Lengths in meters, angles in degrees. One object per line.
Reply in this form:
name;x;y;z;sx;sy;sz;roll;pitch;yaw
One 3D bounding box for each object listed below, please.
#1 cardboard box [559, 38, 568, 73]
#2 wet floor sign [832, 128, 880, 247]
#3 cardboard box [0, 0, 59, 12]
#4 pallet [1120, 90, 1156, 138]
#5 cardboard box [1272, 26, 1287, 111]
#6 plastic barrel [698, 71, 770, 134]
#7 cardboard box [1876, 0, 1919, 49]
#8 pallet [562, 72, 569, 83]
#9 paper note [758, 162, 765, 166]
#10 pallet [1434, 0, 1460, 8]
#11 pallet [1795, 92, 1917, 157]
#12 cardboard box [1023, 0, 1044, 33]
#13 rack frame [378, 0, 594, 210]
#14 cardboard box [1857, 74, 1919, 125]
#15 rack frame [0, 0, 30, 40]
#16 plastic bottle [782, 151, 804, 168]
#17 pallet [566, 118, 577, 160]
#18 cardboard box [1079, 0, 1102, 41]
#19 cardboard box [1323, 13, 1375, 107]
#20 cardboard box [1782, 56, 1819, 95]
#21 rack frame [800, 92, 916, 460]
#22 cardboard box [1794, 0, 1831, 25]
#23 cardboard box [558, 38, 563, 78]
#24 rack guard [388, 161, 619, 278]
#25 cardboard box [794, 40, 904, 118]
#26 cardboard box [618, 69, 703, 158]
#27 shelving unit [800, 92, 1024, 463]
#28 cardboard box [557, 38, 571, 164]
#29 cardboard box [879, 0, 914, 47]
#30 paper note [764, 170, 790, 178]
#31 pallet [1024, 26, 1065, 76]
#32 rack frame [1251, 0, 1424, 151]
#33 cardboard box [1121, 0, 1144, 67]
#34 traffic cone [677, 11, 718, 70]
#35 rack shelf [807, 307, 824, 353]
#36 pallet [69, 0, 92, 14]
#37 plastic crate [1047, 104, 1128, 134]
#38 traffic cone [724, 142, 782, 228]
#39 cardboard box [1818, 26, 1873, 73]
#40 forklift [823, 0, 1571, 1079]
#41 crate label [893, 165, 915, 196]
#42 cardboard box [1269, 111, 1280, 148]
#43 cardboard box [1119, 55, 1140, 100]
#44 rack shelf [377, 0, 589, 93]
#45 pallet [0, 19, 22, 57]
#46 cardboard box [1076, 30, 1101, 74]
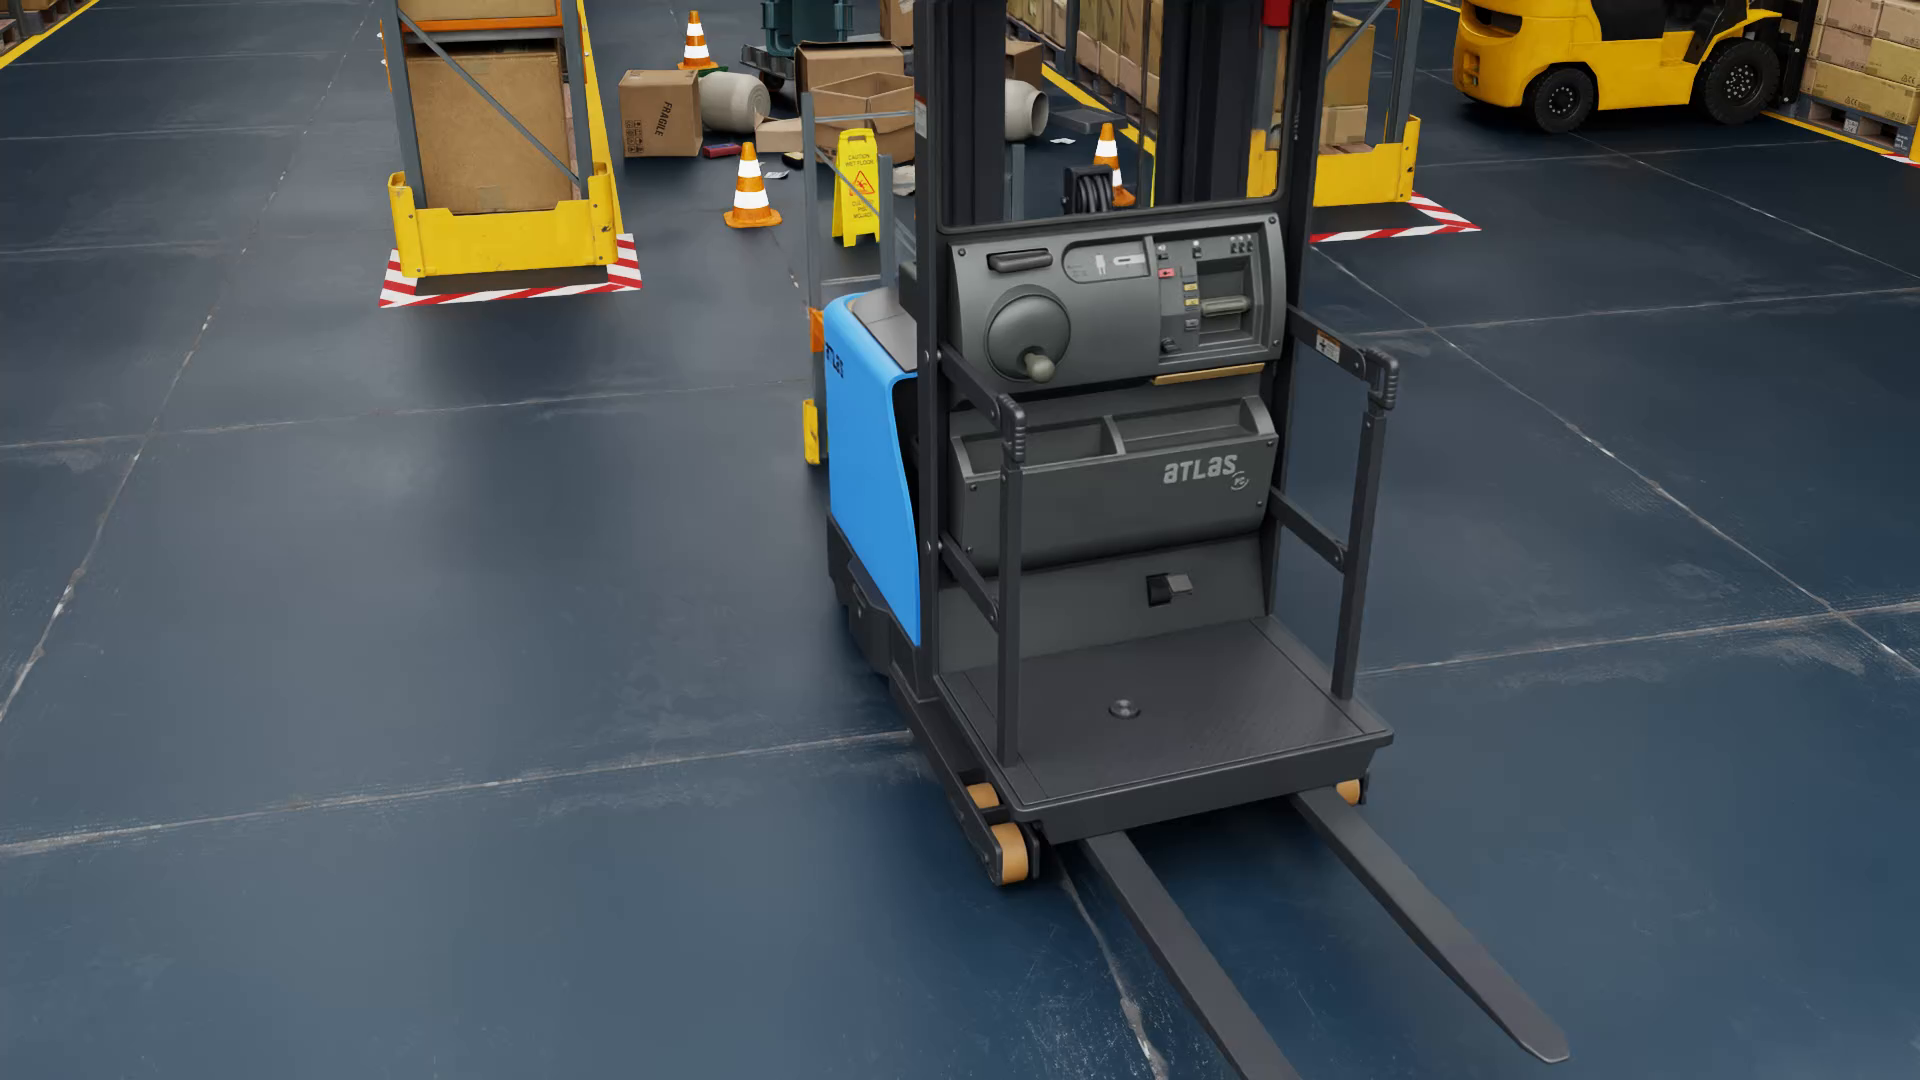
cardboard box;-3.654;-4.115;13.104;1.050;0.750;0.750;-6;27;-12
wet floor sign;-0.589;-2.050;9.595;0.267;0.644;0.232;-11;29;-20
cardboard box;-9.318;-5.509;15.728;1.225;0.875;0.875;-7;28;-14
pallet;1.838;-3.143;12.242;1.003;0.211;1.213;-6;27;-12
cardboard box;1.841;-3.079;10.775;0.500;0.500;0.500;-6;27;-11
plastic barrel;-1.676;-3.176;12.073;0.512;0.421;0.421;13;30;24
cardboard box;6.703;-3.542;11.414;0.500;0.250;0.500;-5;27;-10
pallet;-3.674;-3.755;13.454;1.003;0.211;1.213;-6;27;-12
paper note;-1.361;-2.550;11.292;0.032;0.001;0.123;8;28;15
pallet;5.455;-5.867;17.639;1.003;0.211;1.213;-6;27;-12
pallet;6.897;-3.052;12.062;1.003;0.211;1.213;-6;27;-12
cardboard box;1.088;-4.775;14.832;0.950;0.372;0.625;-4;27;-8
rack frame;-2.525;-2.912;8.691;1.000;3.000;0.127;-6;27;-12
cardboard box;6.697;-3.099;11.647;0.500;0.250;0.500;-6;27;-11
rack frame;-9.183;-5.965;14.739;1.000;3.000;0.127;-6;27;-12
plastic bottle;-1.124;-2.595;11.323;0.133;0.061;0.283;-16;31;-29
pallet;-3.053;-2.545;11.058;1.003;0.211;1.213;-6;27;-12
cardboard box;1.244;-4.224;13.042;0.500;0.500;0.500;-5;27;-9
cardboard box;2.357;-3.147;10.909;0.500;0.500;0.500;-7;28;-13
cardboard box;6.490;-3.539;12.518;0.500;0.250;0.500;-6;27;-11
rack frame;-0.360;-1.046;6.657;0.500;1.500;0.032;-9;28;-17
cardboard box;6.458;-3.986;12.294;0.500;0.250;0.500;-6;27;-11
cardboard box;-3.353;-3.624;11.993;0.875;0.875;0.875;-6;27;-11
rack guard;-2.519;-1.786;9.233;1.175;0.500;0.348;-6;27;-12
cardboard box;-0.806;-3.329;12.137;0.797;0.637;0.503;-6;27;-12
cardboard box;-2.077;-2.976;11.589;0.500;0.500;0.500;-1;27;-3
shelving unit;-0.196;-0.833;6.236;0.587;1.500;1.083;-9;28;-17
cardboard box;-2.942;-2.828;10.417;0.875;0.875;0.875;-6;27;-12
cardboard box;-0.354;-4.244;13.262;0.500;0.500;0.500;-6;27;-12
paper note;-1.215;-2.429;11.030;0.144;0.017;0.142;3;27;6
pallet;1.197;-4.312;14.559;1.003;0.211;1.213;-6;27;-12
rack frame;2.275;-3.459;9.775;1.000;3.000;0.127;-6;27;-12
cardboard box;1.491;-3.762;12.128;0.500;0.500;0.500;-5;27;-9
traffic cone;-2.257;-4.278;14.212;0.336;0.463;0.334;-6;27;-12
rack shelf;-0.193;-0.669;6.310;0.538;0.185;1.000;-9;28;-17
pallet;-9.559;-5.608;17.127;1.003;0.211;1.213;-6;27;-12
plastic crate;0.929;-3.139;12.381;0.402;0.080;0.583;-16;31;-29
traffic cone;-1.261;-2.157;10.010;0.336;0.463;0.334;-6;27;-12
cardboard box;6.594;-3.551;11.988;0.500;0.250;0.500;-6;27;-12
forklift;0.500;-0.597;4.180;1.130;2.935;3.031;-9;28;-17
crate label;-0.321;-2.316;10.687;0.250;0.136;0.298;-23;35;-38
cardboard box;1.825;-2.757;10.970;0.500;0.250;0.500;-6;27;-12
cardboard box;1.497;-3.423;12.288;0.500;0.250;0.500;-6;27;-12
rack shelf;-2.975;-3.469;10.593;1.077;0.370;4.000;-6;27;-12
pallet;-9.008;-4.377;14.688;1.003;0.211;1.213;-6;27;-12
cardboard box;1.244;-3.889;13.211;0.500;0.250;0.500;-7;28;-14
